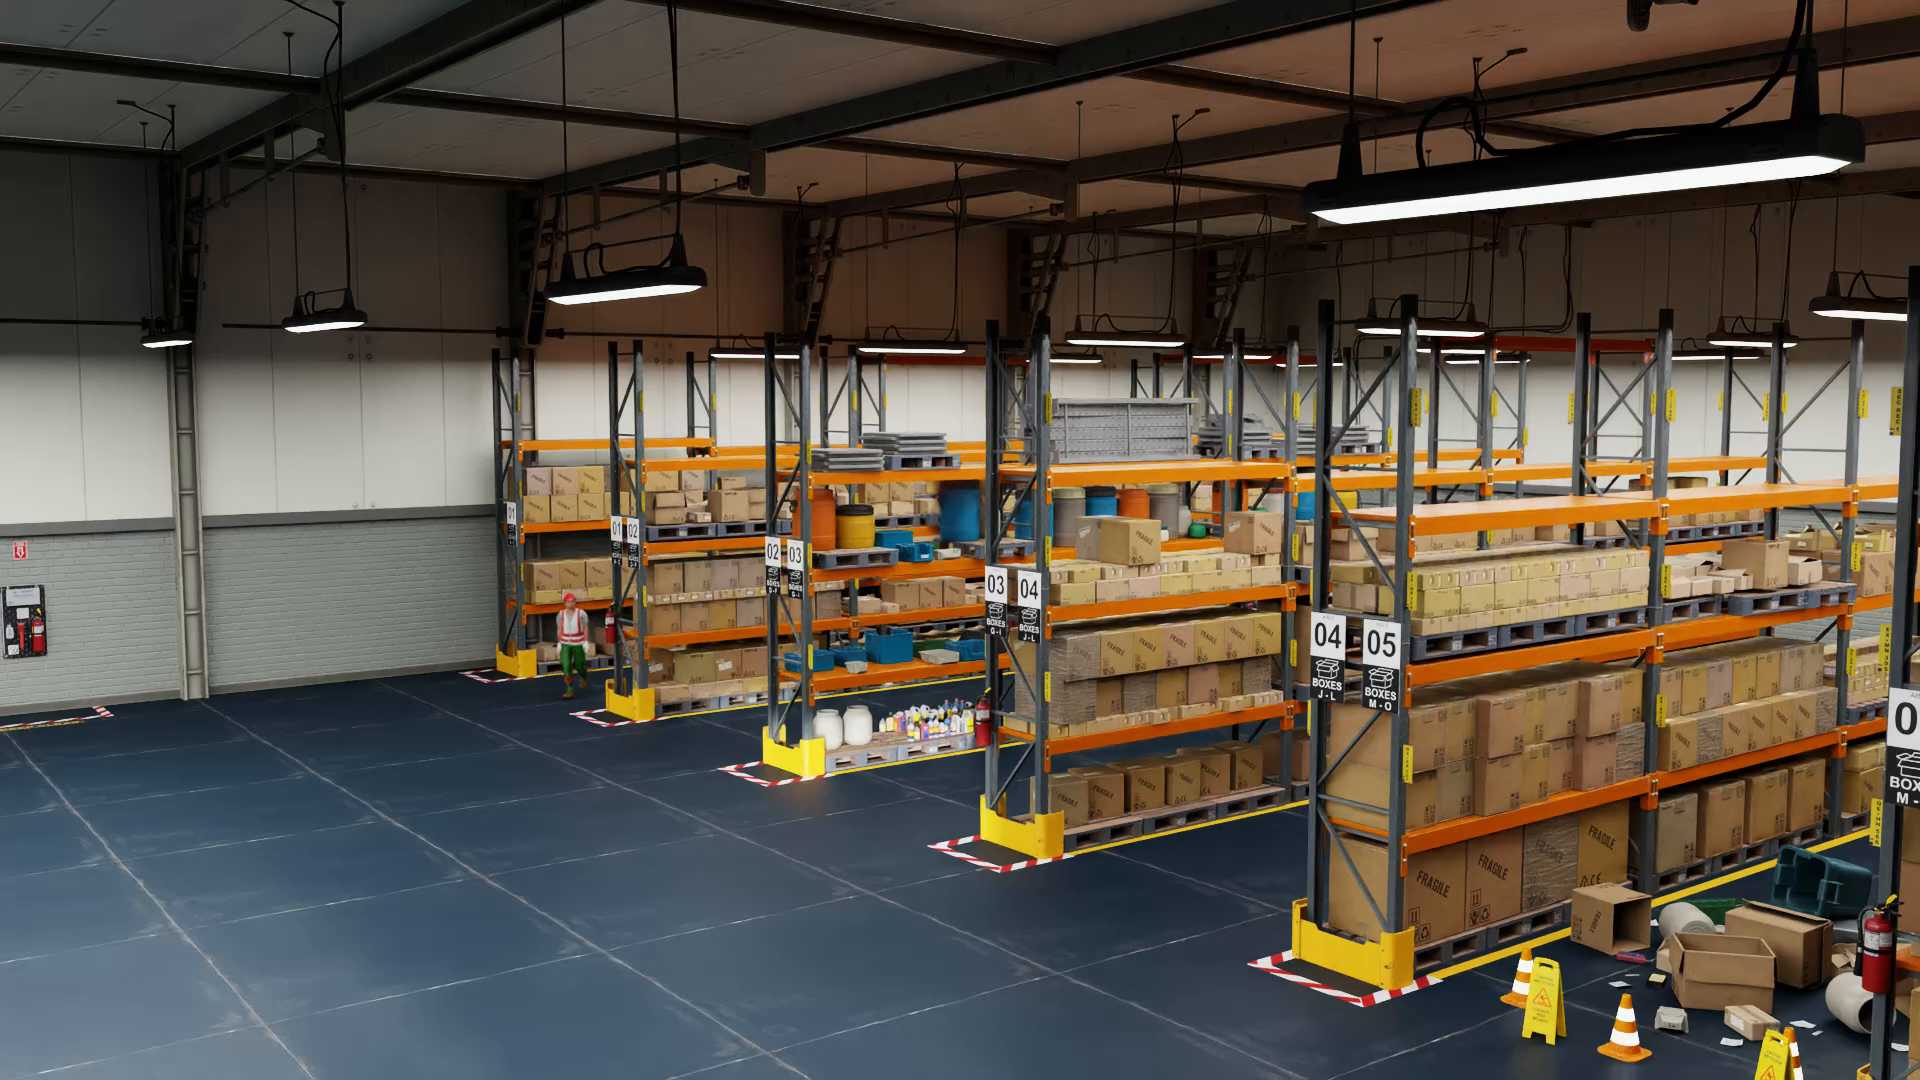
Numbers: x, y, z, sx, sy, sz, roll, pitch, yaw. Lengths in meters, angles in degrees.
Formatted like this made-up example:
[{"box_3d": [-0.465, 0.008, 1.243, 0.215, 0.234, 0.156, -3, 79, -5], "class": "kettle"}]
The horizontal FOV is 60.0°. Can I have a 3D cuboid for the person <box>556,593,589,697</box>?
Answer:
[{"box_3d": [-6.594, 1.774, 28.398, 0.549, 1.773, 0.759, 1, 5, 6], "class": "person"}]
